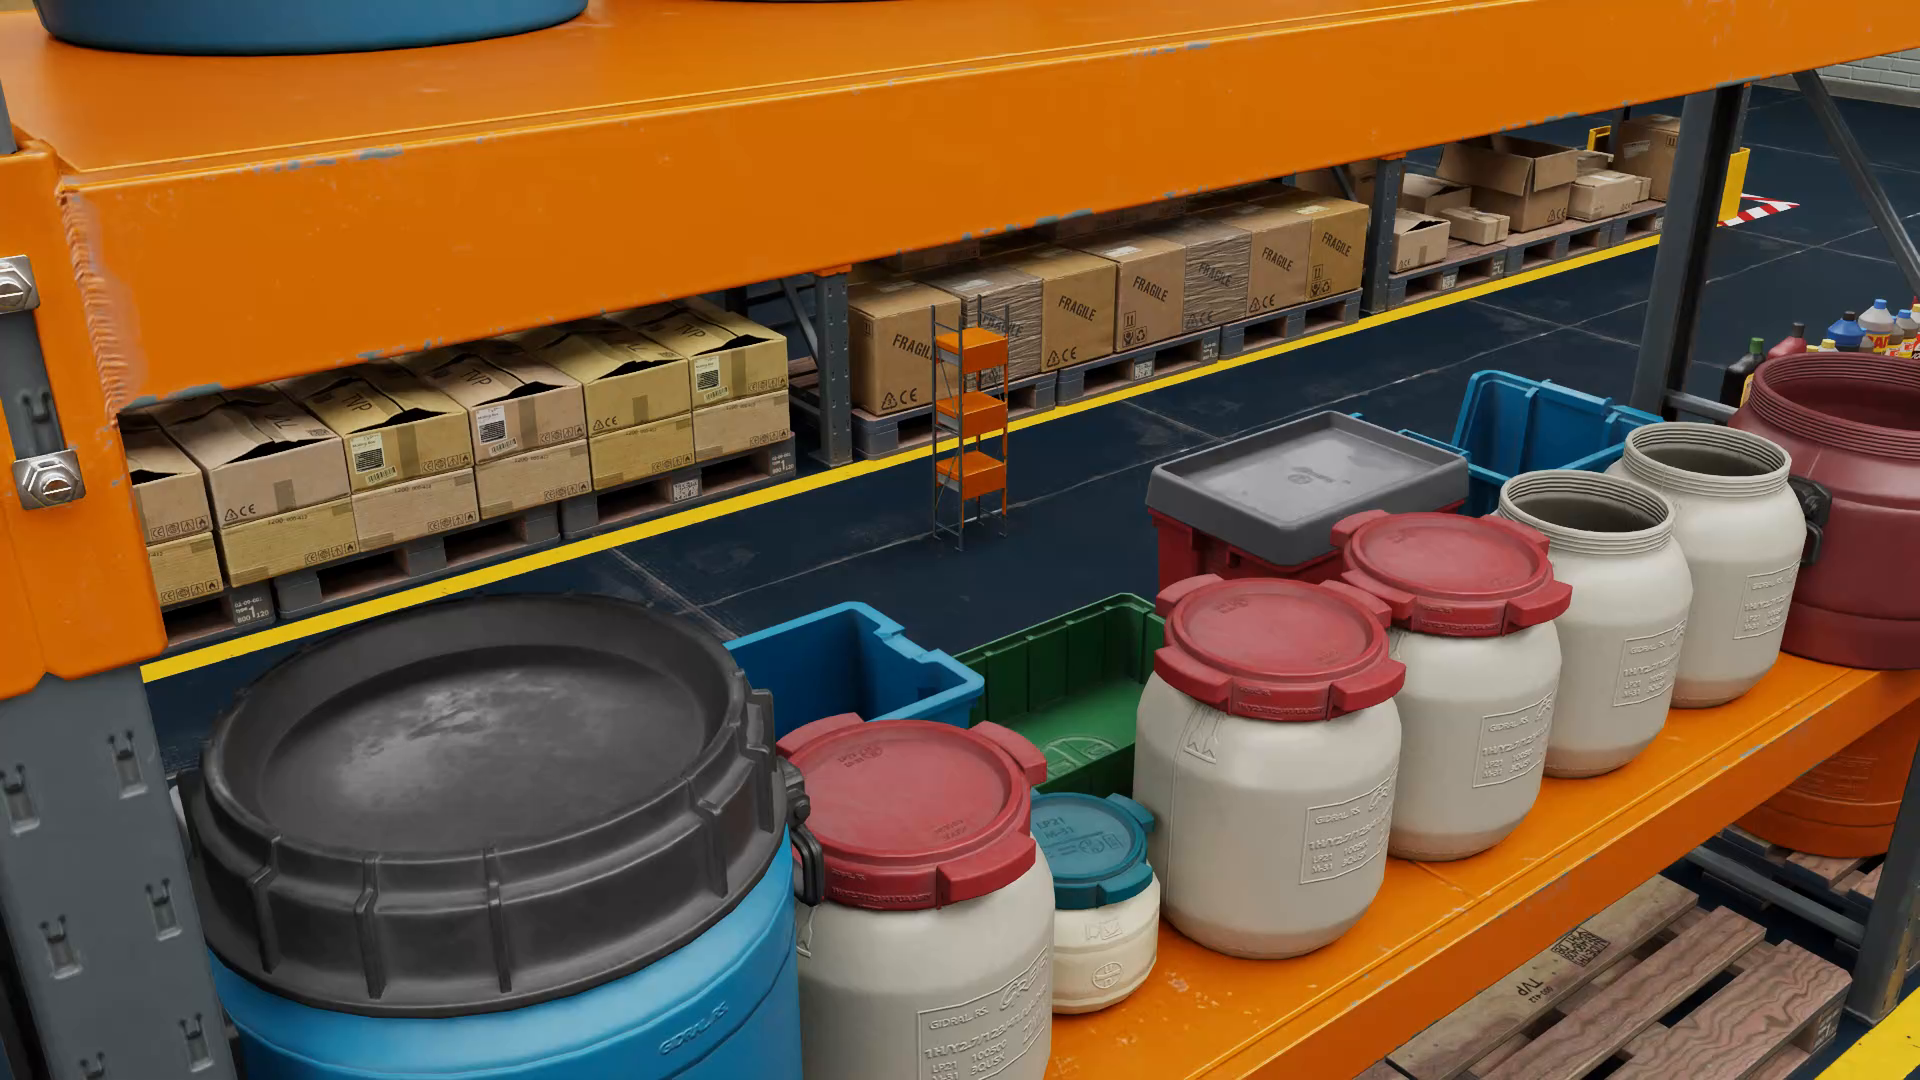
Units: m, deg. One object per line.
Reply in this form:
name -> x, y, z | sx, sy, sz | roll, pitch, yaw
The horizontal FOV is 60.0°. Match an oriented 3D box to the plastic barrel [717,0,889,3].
plastic barrel -> -0.188, -1.161, 2.029 | 0.600, 0.901, 0.600 | 0, 25, 0

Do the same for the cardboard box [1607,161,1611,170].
cardboard box -> 4.683, -2.812, 12.589 | 0.250, 0.166, 0.380 | -18, 31, -34

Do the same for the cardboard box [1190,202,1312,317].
cardboard box -> 1.667, -1.636, 9.658 | 0.500, 0.500, 0.500 | -18, 30, -34

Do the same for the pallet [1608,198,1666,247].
pallet -> 4.734, -2.466, 12.312 | 1.213, 0.211, 1.003 | -18, 31, -34

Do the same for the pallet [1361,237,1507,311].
pallet -> 2.814, -1.832, 10.946 | 1.213, 0.211, 1.003 | -18, 31, -34

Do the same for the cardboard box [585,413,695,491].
cardboard box -> -1.541, -0.470, 7.468 | 0.500, 0.250, 0.500 | -19, 31, -35

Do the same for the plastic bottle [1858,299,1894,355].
plastic bottle -> 2.824, -0.611, 5.156 | 0.097, 0.271, 0.097 | 0, 25, 0

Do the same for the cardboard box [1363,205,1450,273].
cardboard box -> 2.737, -1.936, 10.530 | 0.500, 0.311, 0.500 | -18, 31, -34

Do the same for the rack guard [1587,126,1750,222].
rack guard -> 5.361, -2.804, 12.698 | 0.348, 0.500, 1.175 | -18, 31, -34

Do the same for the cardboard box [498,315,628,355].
cardboard box -> -1.876, -0.899, 7.726 | 0.500, 0.311, 0.500 | -19, 31, -35

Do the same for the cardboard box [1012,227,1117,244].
cardboard box -> 0.533, -1.539, 9.449 | 0.500, 0.500, 0.500 | -20, 31, -36

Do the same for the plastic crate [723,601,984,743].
plastic crate -> -0.293, 0.419, 2.803 | 0.575, 0.384, 0.392 | -18, 31, -34

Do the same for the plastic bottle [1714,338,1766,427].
plastic bottle -> 2.234, -0.431, 4.755 | 0.133, 0.283, 0.061 | -18, 31, -34

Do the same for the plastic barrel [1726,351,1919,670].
plastic barrel -> 2.001, -0.079, 3.694 | 0.708, 0.536, 0.600 | -18, 31, -34

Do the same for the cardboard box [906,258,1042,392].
cardboard box -> 0.069, -1.107, 8.518 | 0.500, 0.500, 0.500 | -20, 31, -36

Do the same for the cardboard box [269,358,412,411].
cardboard box -> -2.683, -0.634, 7.154 | 0.500, 0.311, 0.500 | -19, 31, -35

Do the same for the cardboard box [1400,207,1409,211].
cardboard box -> 2.805, -2.184, 11.257 | 0.250, 0.149, 0.380 | -18, 31, -34

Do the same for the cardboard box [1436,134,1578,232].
cardboard box -> 3.748, -2.476, 11.464 | 0.637, 0.503, 0.797 | -18, 31, -34

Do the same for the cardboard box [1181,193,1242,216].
cardboard box -> 1.329, -1.797, 10.006 | 0.500, 0.500, 0.500 | -18, 30, -33

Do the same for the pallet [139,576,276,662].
pallet -> -3.466, 0.220, 6.525 | 1.213, 0.211, 1.003 | -18, 31, -34

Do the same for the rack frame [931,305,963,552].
rack frame -> -0.054, -0.458, 6.991 | 0.008, 1.050, 0.200 | -18, 31, -34

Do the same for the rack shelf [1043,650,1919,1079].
rack shelf -> 0.605, 0.608, 3.231 | 4.000, 0.370, 1.077 | -18, 31, -34

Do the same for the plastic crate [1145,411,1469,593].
plastic crate -> 0.719, 0.052, 3.499 | 0.583, 0.464, 0.402 | -18, 31, -34

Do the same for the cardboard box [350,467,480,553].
cardboard box -> -2.342, -0.206, 6.898 | 0.500, 0.250, 0.500 | -18, 30, -33

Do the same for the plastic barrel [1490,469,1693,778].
plastic barrel -> 1.170, 0.159, 3.211 | 0.421, 0.512, 0.421 | 0, 25, 0

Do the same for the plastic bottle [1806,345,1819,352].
plastic bottle -> 2.518, -0.478, 4.952 | 0.097, 0.201, 0.097 | 0, 25, 0

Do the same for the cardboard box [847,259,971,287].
cardboard box -> -0.283, -1.266, 8.861 | 0.500, 0.500, 0.500 | -17, 30, -32

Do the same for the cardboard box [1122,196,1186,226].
cardboard box -> 0.955, -2.020, 9.595 | 0.500, 0.250, 0.500 | -18, 30, -34

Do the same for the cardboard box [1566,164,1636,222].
cardboard box -> 4.379, -2.450, 11.710 | 0.500, 0.250, 0.500 | -18, 31, -34

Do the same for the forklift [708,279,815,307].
forklift -> -2.200, -2.396, 8.931 | 3.031, 2.935, 1.130 | -19, 31, -36

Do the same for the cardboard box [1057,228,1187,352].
cardboard box -> 0.874, -1.373, 9.091 | 0.500, 0.500, 0.500 | -19, 31, -36

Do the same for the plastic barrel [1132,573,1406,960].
plastic barrel -> 0.497, 0.373, 2.721 | 0.433, 0.535, 0.433 | 0, 25, 0

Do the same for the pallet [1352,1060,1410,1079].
pallet -> 0.586, 1.531, 3.701 | 1.213, 0.211, 1.003 | -18, 31, -34

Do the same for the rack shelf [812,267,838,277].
rack shelf -> -2.448, -1.034, 6.769 | 4.000, 0.370, 1.077 | -18, 31, -34

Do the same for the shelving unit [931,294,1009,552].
shelving unit -> 0.042, -0.490, 7.059 | 0.252, 1.050, 0.215 | -18, 31, -34

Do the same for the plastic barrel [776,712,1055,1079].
plastic barrel -> -0.080, 0.564, 2.310 | 0.433, 0.535, 0.433 | 0, 25, 0

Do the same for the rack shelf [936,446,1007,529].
rack shelf -> 0.042, -0.228, 7.180 | 0.240, 0.259, 0.215 | -18, 31, -34

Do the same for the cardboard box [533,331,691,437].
cardboard box -> -1.540, -0.722, 7.345 | 0.500, 0.311, 0.500 | -19, 31, -35

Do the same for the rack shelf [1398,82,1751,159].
rack shelf -> 3.847, -3.112, 11.247 | 4.000, 0.370, 1.077 | -18, 31, -34

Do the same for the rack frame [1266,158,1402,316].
rack frame -> 2.273, -2.919, 9.976 | 0.127, 3.000, 1.000 | -18, 31, -34

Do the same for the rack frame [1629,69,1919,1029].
rack frame -> 2.179, -0.238, 4.199 | 0.127, 3.000, 1.000 | -18, 31, -34

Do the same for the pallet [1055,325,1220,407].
pallet -> 0.696, -1.111, 9.394 | 1.213, 0.211, 1.003 | -18, 31, -34

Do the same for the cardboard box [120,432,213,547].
cardboard box -> -3.146, -0.191, 6.200 | 0.500, 0.311, 0.500 | -19, 31, -35

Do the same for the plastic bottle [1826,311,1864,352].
plastic bottle -> 2.671, -0.560, 5.047 | 0.097, 0.271, 0.097 | 0, 25, 0

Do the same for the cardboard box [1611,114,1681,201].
cardboard box -> 5.145, -2.801, 12.168 | 0.500, 0.500, 0.500 | -18, 31, -34

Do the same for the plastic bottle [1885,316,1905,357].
plastic bottle -> 2.901, -0.604, 5.225 | 0.097, 0.201, 0.097 | 0, 25, 0

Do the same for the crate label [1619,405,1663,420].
crate label -> 1.616, -0.177, 4.266 | 0.416, 0.233, 0.303 | -18, 31, -34

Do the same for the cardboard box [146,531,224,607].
cardboard box -> -3.149, 0.061, 6.322 | 0.500, 0.250, 0.500 | -17, 30, -33

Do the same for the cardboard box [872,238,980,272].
cardboard box -> -0.242, -1.622, 8.738 | 0.500, 0.250, 0.500 | -17, 30, -32

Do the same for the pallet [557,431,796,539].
pallet -> -1.546, -0.414, 7.891 | 1.213, 0.211, 1.003 | -18, 31, -34

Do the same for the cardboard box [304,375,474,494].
cardboard box -> -2.334, -0.463, 6.785 | 0.500, 0.311, 0.500 | -17, 30, -33

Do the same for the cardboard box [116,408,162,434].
cardboard box -> -3.475, -0.376, 6.597 | 0.500, 0.311, 0.500 | -17, 30, -33

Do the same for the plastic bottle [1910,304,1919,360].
plastic bottle -> 3.054, -0.655, 5.334 | 0.097, 0.201, 0.097 | 0, 25, 0
